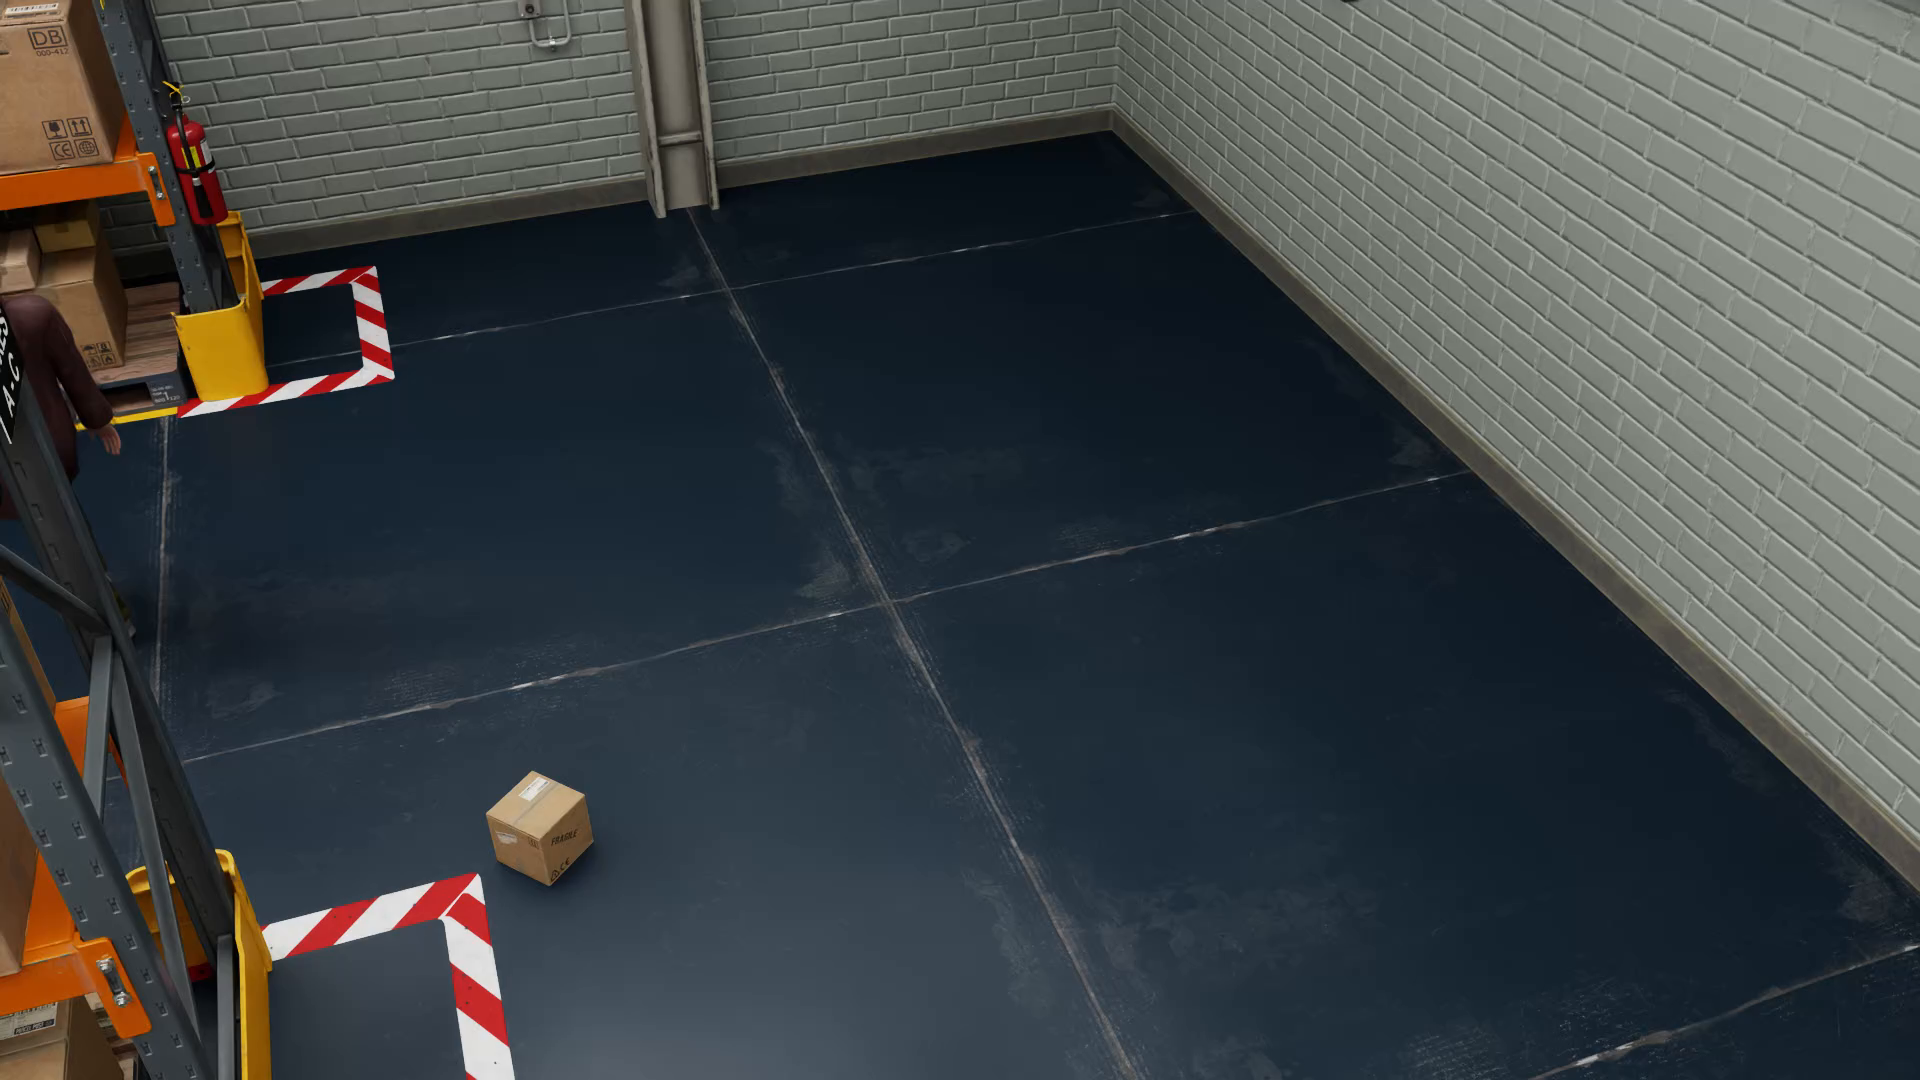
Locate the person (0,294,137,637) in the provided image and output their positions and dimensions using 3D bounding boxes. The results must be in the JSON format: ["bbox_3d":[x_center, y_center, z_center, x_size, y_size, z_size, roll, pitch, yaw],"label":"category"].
[{"bbox_3d":[-3.757,-0.356,6.665,0.656,1.850,0.623,16,40,20],"label":"person"}]
